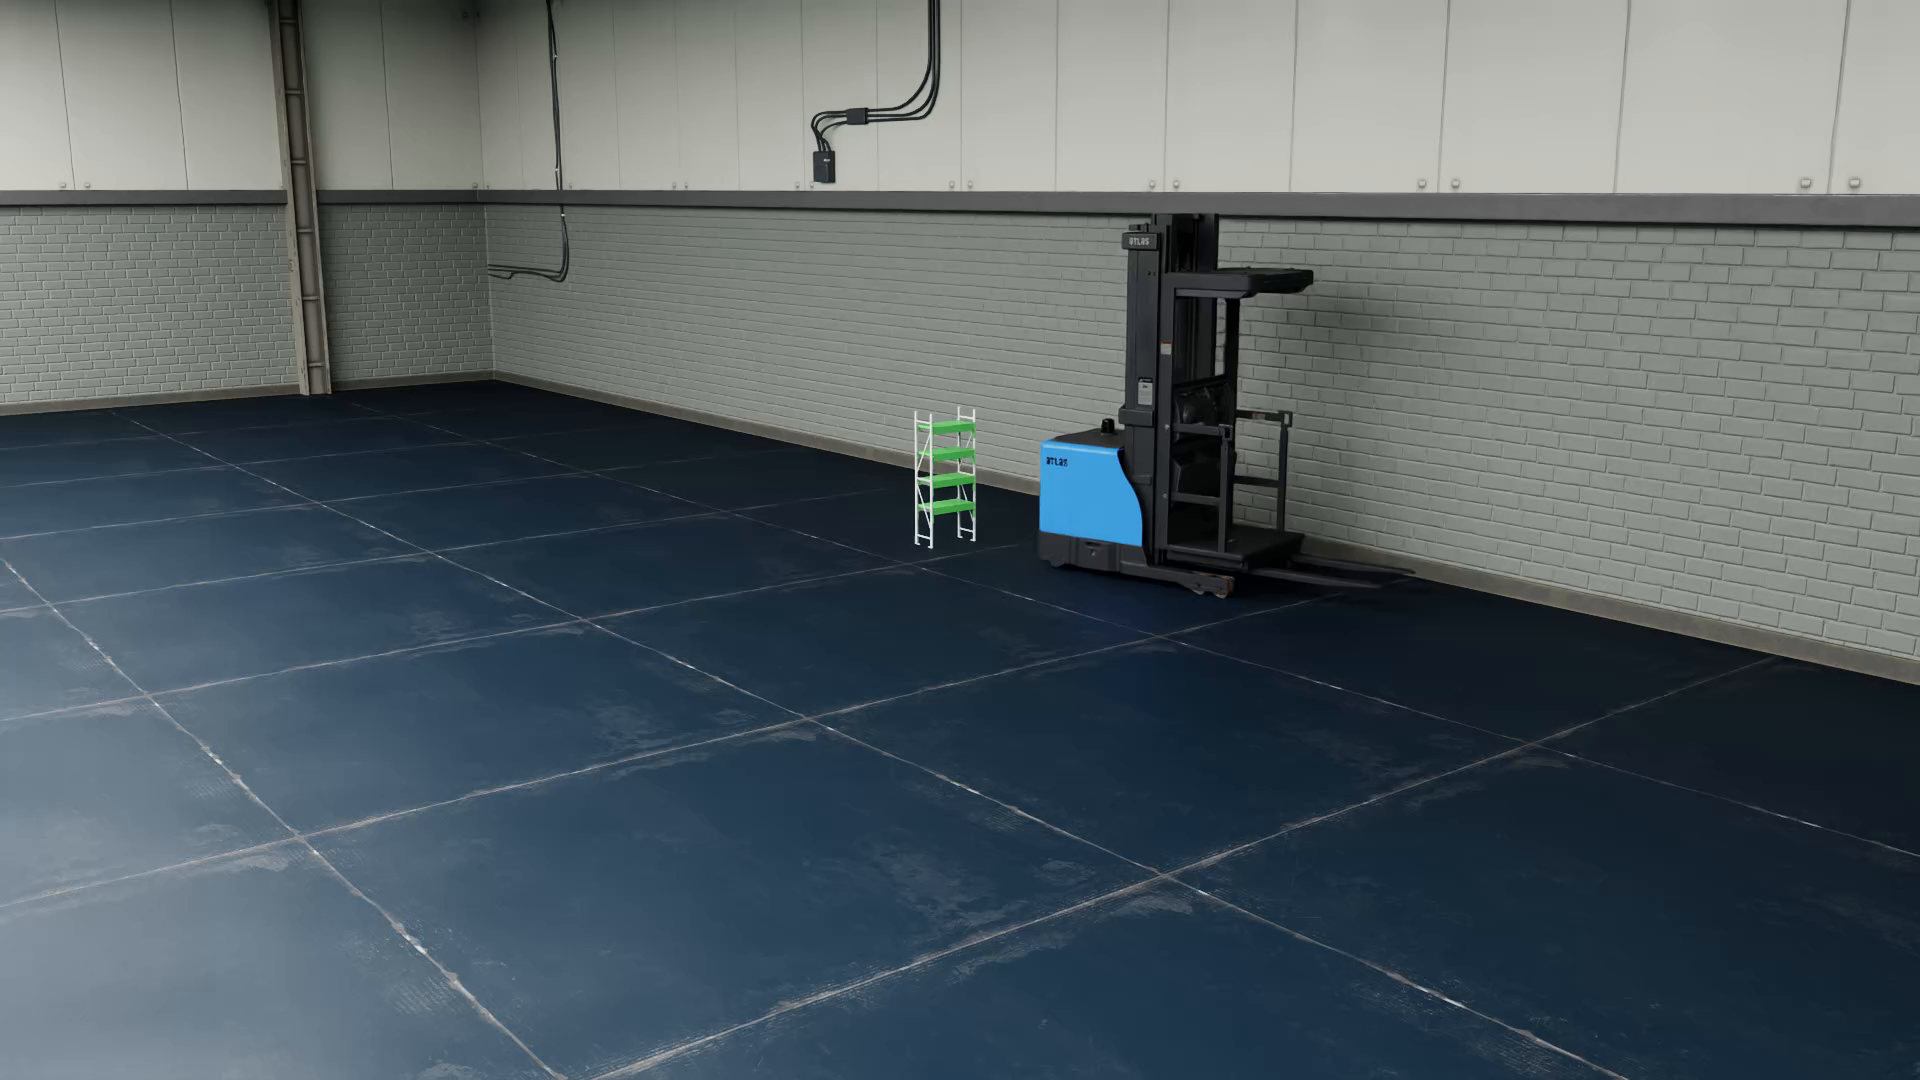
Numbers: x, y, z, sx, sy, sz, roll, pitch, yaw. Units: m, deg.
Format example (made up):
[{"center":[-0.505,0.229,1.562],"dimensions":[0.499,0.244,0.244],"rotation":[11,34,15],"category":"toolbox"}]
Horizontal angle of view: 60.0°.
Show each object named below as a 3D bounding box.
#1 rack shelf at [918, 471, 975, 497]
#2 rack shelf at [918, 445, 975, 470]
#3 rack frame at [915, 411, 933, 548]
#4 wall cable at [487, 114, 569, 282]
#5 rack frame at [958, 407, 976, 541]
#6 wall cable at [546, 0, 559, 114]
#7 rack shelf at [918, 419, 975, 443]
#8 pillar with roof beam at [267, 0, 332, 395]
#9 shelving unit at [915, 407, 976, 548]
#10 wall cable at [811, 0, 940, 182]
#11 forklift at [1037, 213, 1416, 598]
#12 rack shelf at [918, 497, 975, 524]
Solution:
[{"center":[-0.129,-0.503,14.916],"dimensions":[0.480,0.148,0.258],"rotation":[-9,15,-38],"category":"rack shelf"},{"center":[-0.129,-0.738,14.866],"dimensions":[0.480,0.148,0.258],"rotation":[-9,15,-38],"category":"rack shelf"},{"center":[-0.320,-0.534,14.754],"dimensions":[0.015,1.200,0.240],"rotation":[-9,15,-38],"category":"rack frame"},{"center":[-6.898,-5.332,26.052],"dimensions":[0.112,2.526,3.097],"rotation":[-9,15,-38],"category":"wall cable"},{"center":[0.061,-0.597,15.052],"dimensions":[0.015,1.200,0.240],"rotation":[-9,15,-38],"category":"rack frame"},{"center":[-5.208,-7.364,23.461],"dimensions":[0.112,2.526,3.097],"rotation":[-9,15,-38],"category":"wall cable"},{"center":[-0.129,-0.972,14.817],"dimensions":[0.480,0.148,0.258],"rotation":[-9,15,-38],"category":"rack shelf"},{"center":[-7.335,-5.985,21.651],"dimensions":[0.400,9.000,9.100],"rotation":[-9,15,-38],"category":"pillar with roof beam"},{"center":[-0.129,-0.565,14.903],"dimensions":[0.503,1.200,0.258],"rotation":[-9,15,-38],"category":"shelving unit"},{"center":[-0.979,-6.973,18.116],"dimensions":[0.169,6.003,2.305],"rotation":[-9,15,-38],"category":"wall cable"},{"center":[2.134,-1.105,13.279],"dimensions":[3.031,2.935,1.130],"rotation":[9,15,36],"category":"forklift"},{"center":[-0.129,-0.268,14.966],"dimensions":[0.480,0.148,0.258],"rotation":[-9,15,-38],"category":"rack shelf"}]
